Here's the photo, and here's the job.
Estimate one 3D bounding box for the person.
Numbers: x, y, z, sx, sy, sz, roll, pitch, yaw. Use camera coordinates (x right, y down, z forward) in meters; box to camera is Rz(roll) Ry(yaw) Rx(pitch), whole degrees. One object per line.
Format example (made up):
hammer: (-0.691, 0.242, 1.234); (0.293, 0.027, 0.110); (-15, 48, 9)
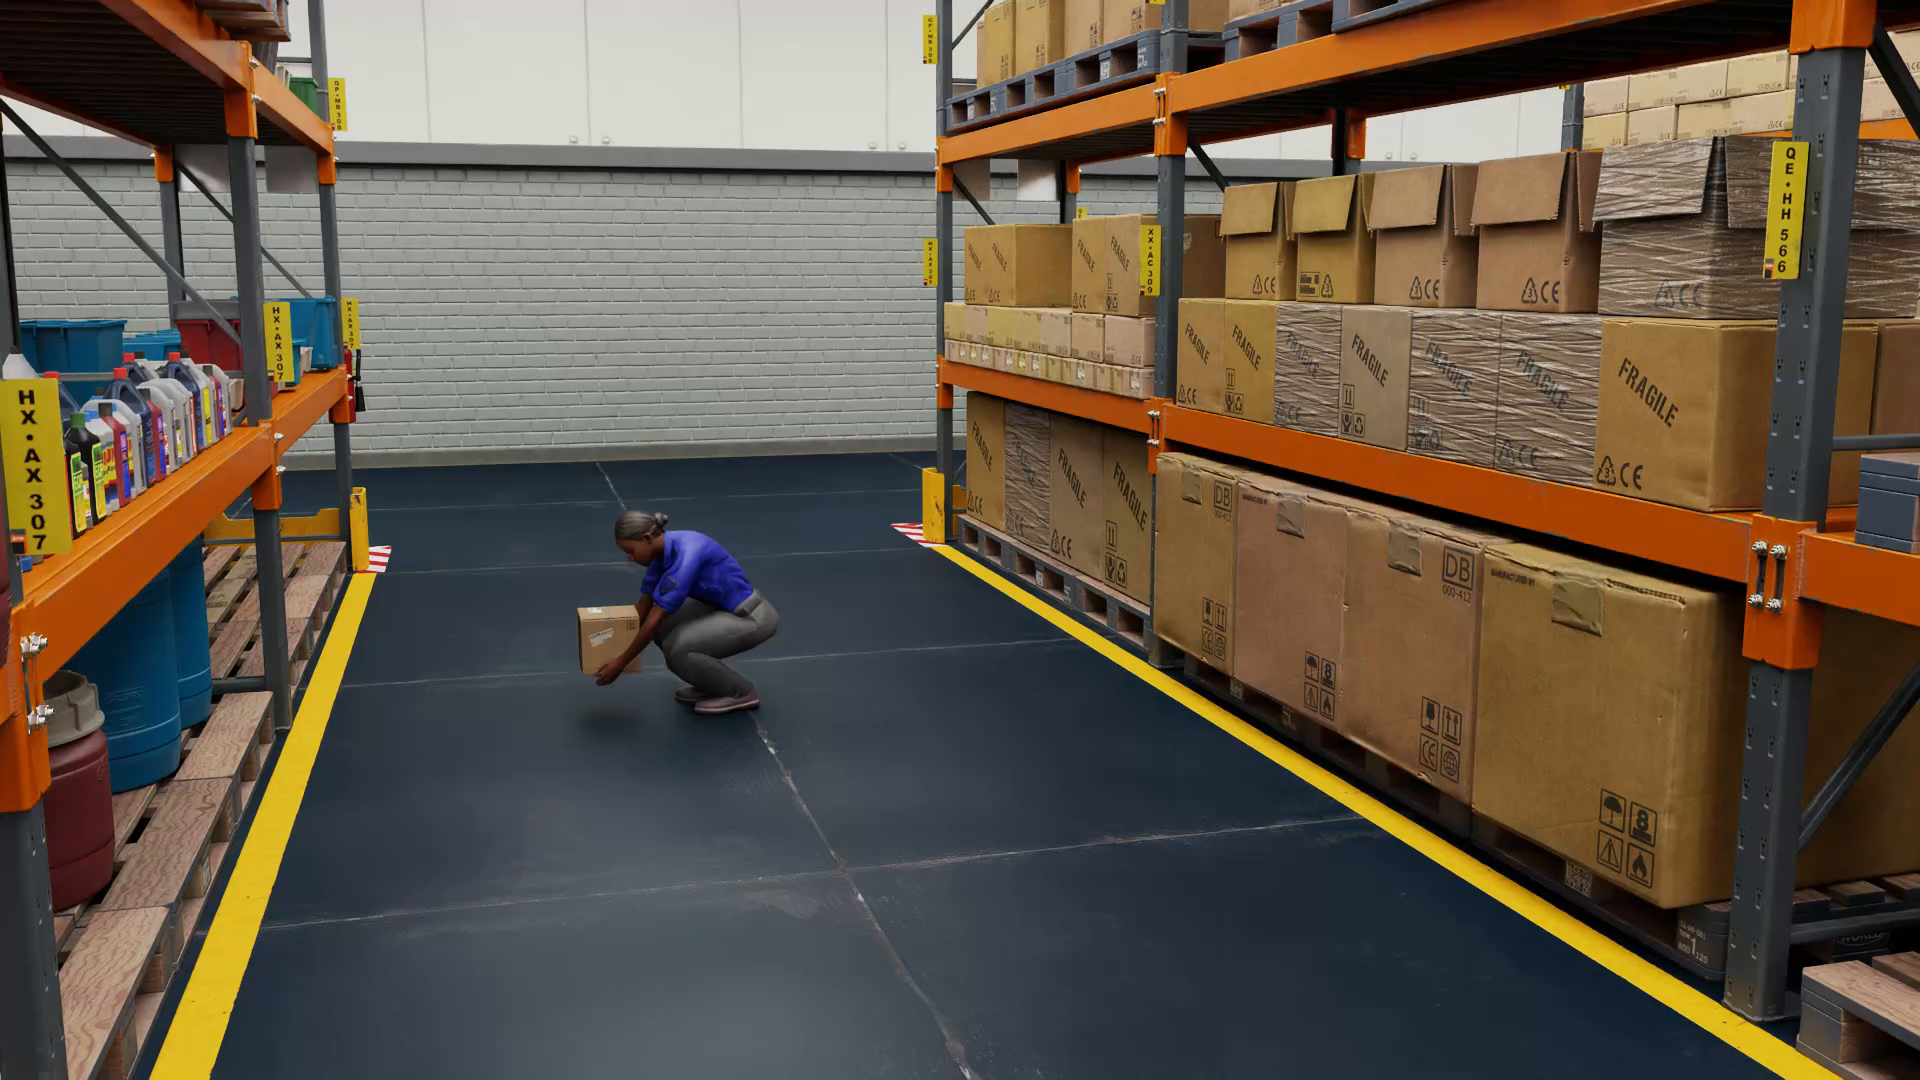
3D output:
person: (-1.214, 0.304, 7.373); (0.826, 0.916, 0.505); (-3, 10, -16)
